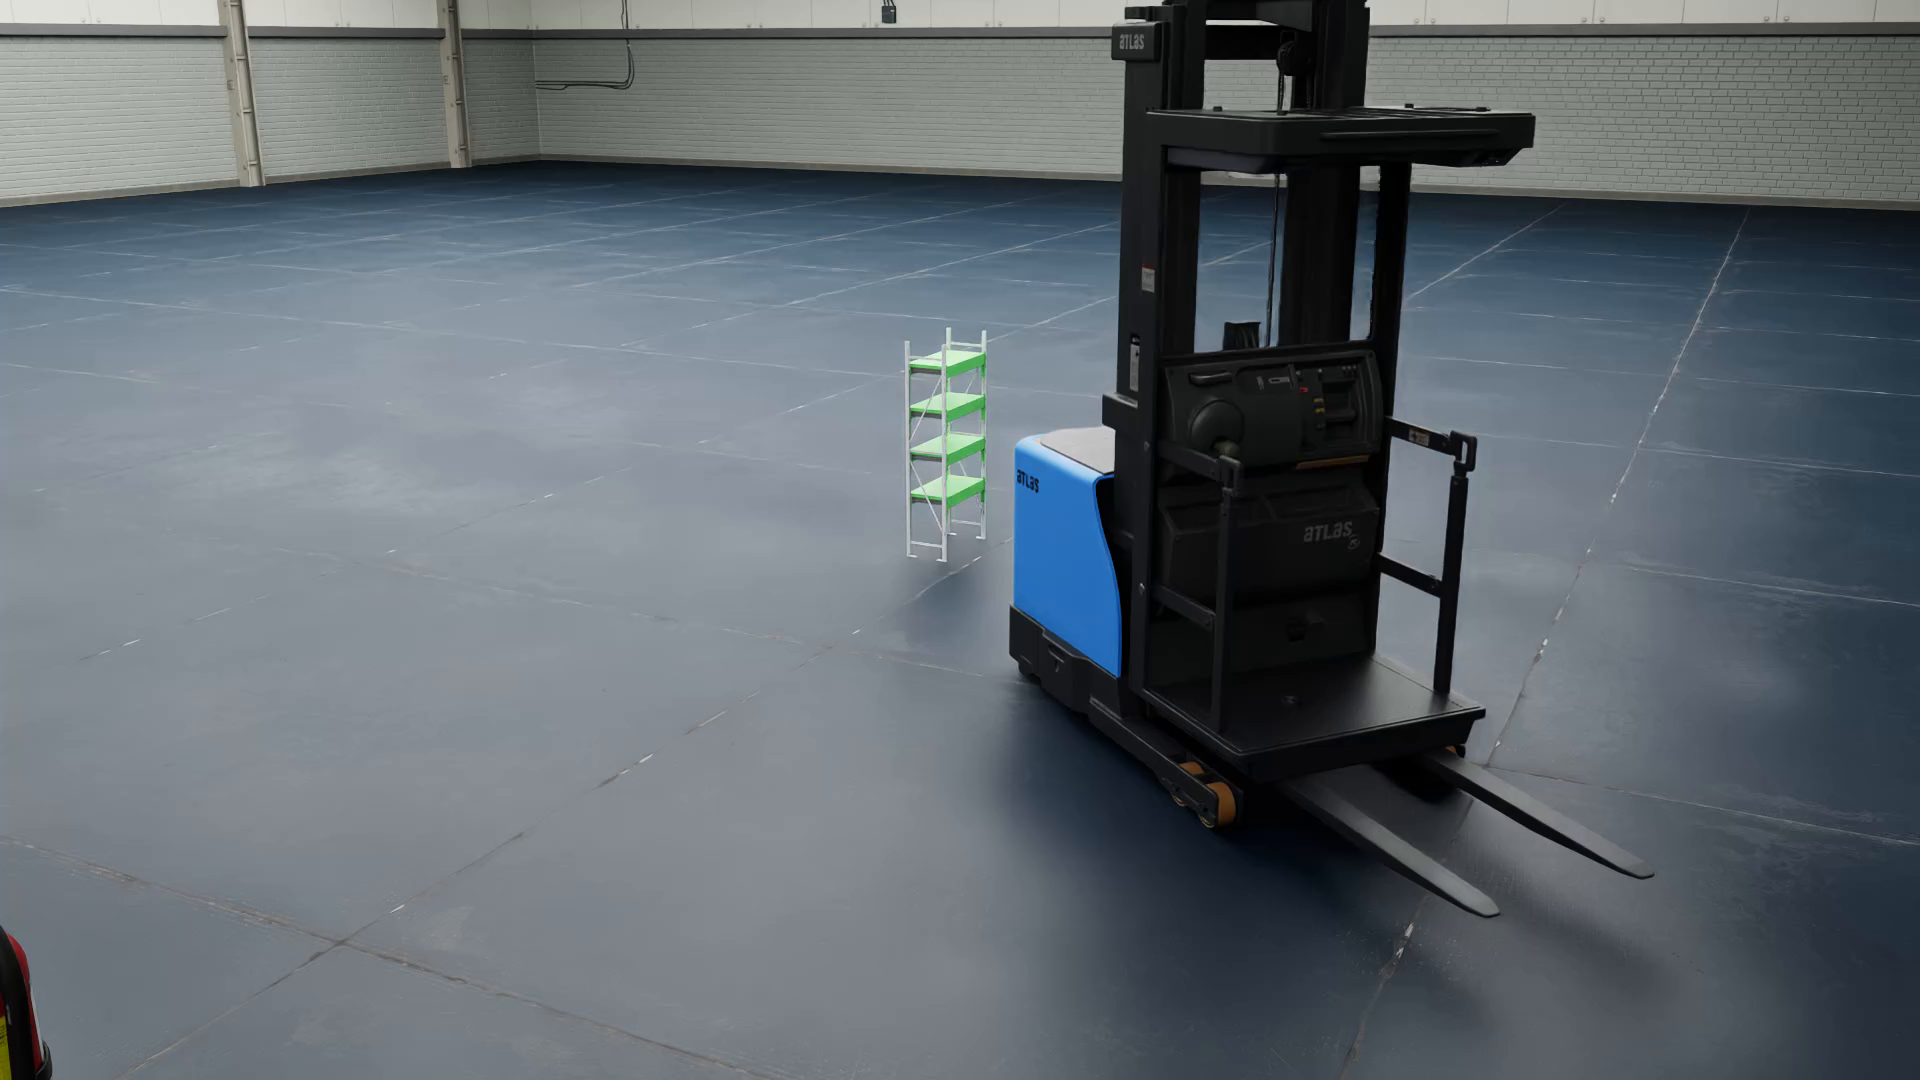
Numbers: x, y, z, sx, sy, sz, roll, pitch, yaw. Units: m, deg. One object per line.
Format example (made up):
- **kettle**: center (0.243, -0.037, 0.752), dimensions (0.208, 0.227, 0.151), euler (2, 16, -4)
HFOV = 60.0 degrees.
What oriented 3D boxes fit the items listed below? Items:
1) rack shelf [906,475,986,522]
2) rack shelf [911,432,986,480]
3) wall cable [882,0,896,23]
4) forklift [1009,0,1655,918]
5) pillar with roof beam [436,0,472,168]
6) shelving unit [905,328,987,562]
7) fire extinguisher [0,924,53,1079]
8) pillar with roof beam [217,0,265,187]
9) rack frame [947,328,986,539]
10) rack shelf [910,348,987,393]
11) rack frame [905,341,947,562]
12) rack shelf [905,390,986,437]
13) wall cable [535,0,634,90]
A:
- **rack shelf**: center (-0.074, -0.242, 9.298), dimensions (0.258, 0.148, 0.480), euler (8, 18, 25)
- **rack shelf**: center (-0.074, -0.472, 9.230), dimensions (0.258, 0.148, 0.480), euler (8, 18, 25)
- **wall cable**: center (-0.658, -14.013, 34.924), dimensions (2.305, 6.003, 0.169), euler (8, 18, 25)
- **forklift**: center (1.273, -0.501, 6.062), dimensions (1.130, 2.935, 3.031), euler (-7, 18, -22)
- **pillar with roof beam**: center (-7.791, -12.464, 35.685), dimensions (9.100, 9.000, 0.400), euler (8, 18, 25)
- **shelving unit**: center (-0.074, -0.533, 9.212), dimensions (0.258, 1.200, 0.503), euler (8, 18, 25)
- **fire extinguisher**: center (-1.294, 0.661, 2.165), dimensions (0.296, 0.674, 0.183), euler (8, 18, 25)
- **pillar with roof beam**: center (-10.473, -10.936, 30.539), dimensions (9.100, 9.000, 0.400), euler (8, 18, 25)
- **rack frame**: center (0.035, -0.595, 9.421), dimensions (0.240, 1.200, 0.015), euler (8, 18, 25)
- **rack shelf**: center (-0.074, -0.932, 9.093), dimensions (0.258, 0.148, 0.480), euler (8, 18, 25)
- **rack frame**: center (-0.183, -0.471, 9.002), dimensions (0.240, 1.200, 0.015), euler (8, 18, 25)
- **rack shelf**: center (-0.074, -0.702, 9.161), dimensions (0.258, 0.148, 0.480), euler (8, 18, 25)
- **wall cable**: center (-9.143, -12.106, 39.931), dimensions (3.097, 2.526, 0.112), euler (8, 18, 25)
